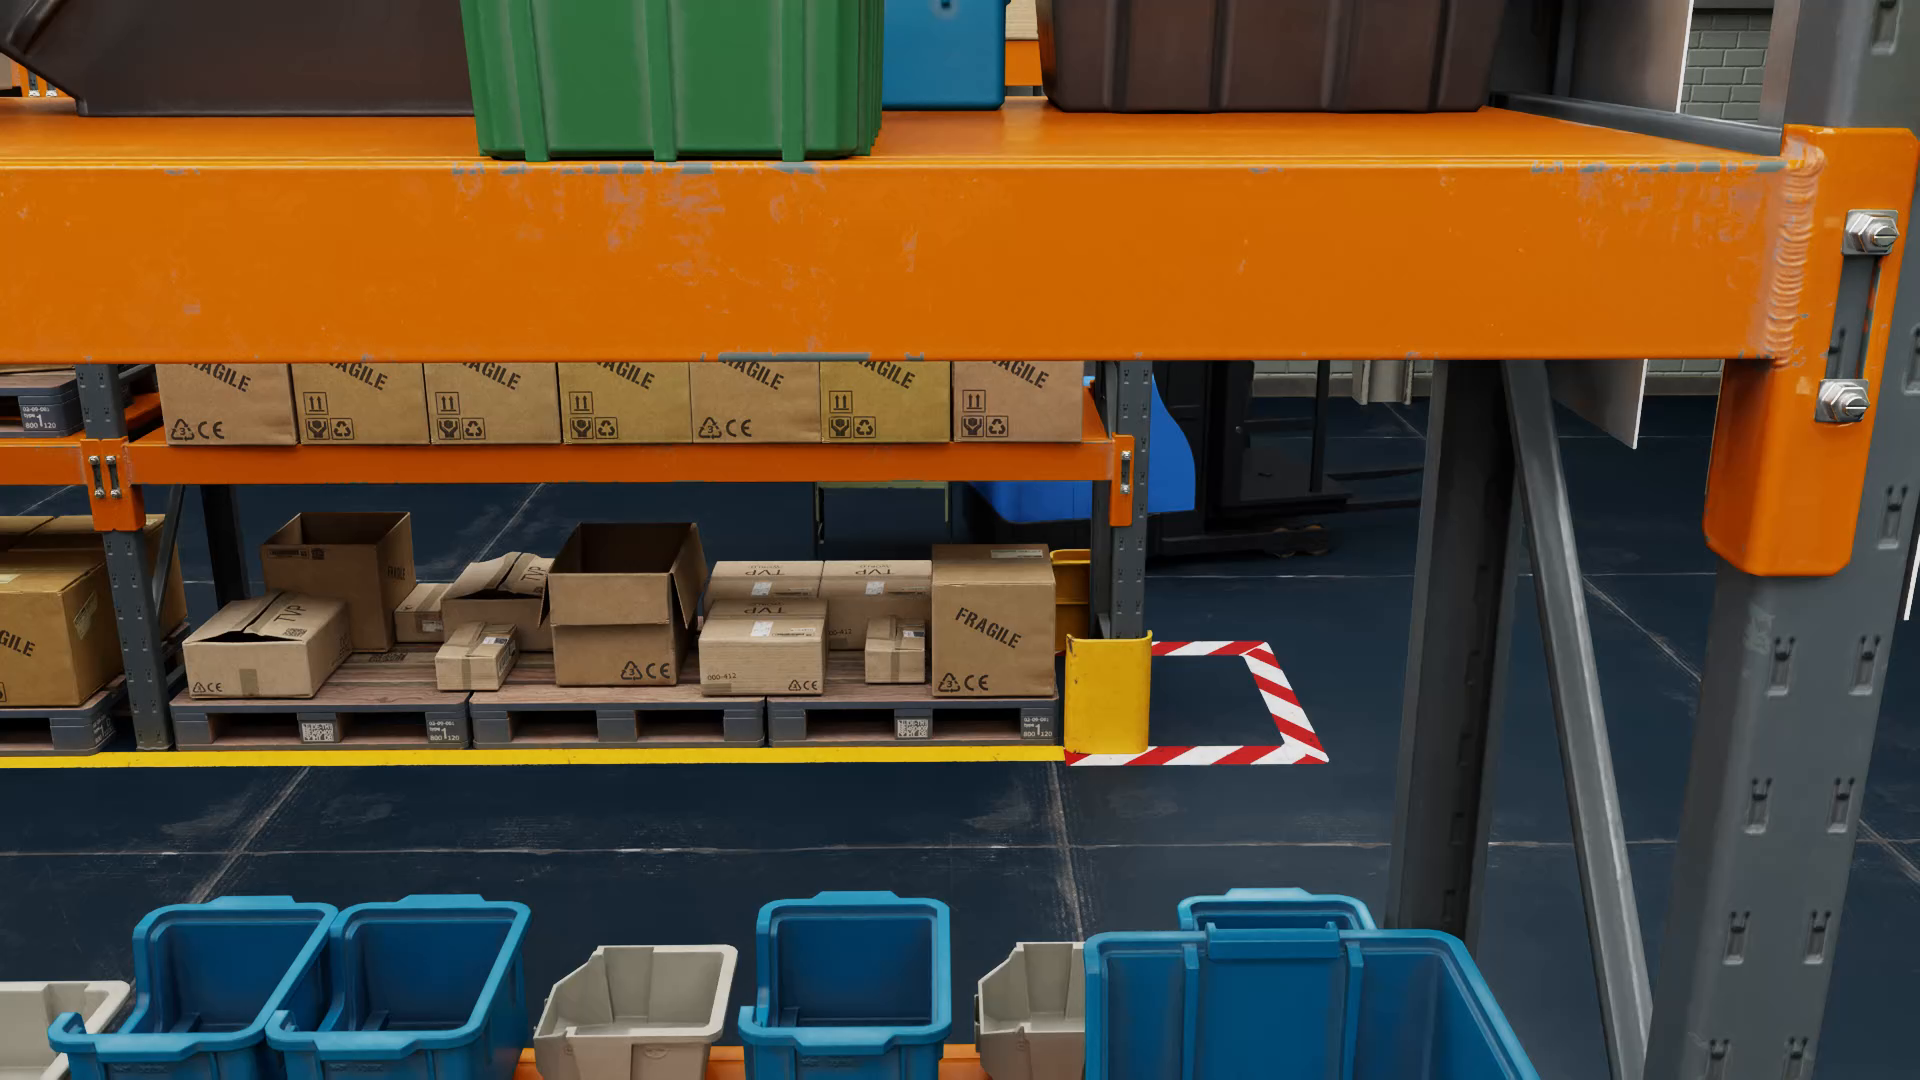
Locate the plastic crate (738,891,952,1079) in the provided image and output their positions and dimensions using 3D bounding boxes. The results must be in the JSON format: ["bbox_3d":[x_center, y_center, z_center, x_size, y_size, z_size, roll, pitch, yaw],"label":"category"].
[{"bbox_3d":[-0.164,0.739,2.510,0.300,0.233,0.416,0,18,-1],"label":"plastic crate"}]

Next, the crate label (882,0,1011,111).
[{"bbox_3d":[-0.181,-0.668,2.053,0.502,0.251,0.408,0,18,-1],"label":"crate label"}]

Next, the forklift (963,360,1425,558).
[{"bbox_3d":[1.591,-1.447,9.261,3.031,2.935,1.130,-4,18,-13],"label":"forklift"}]

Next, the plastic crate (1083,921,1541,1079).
[{"bbox_3d":[0.415,0.797,1.997,0.499,0.435,0.616,0,18,-1],"label":"plastic crate"}]

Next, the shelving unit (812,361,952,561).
[{"bbox_3d":[-0.423,-0.651,9.122,0.755,1.500,0.431,0,18,1],"label":"shelving unit"}]

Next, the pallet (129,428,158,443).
[{"bbox_3d":[-5.403,-0.862,11.888,1.213,0.211,1.003,0,18,-1],"label":"pallet"}]

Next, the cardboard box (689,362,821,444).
[{"bbox_3d":[-0.789,-0.687,6.616,0.500,0.500,0.500,0,18,0],"label":"cardboard box"}]

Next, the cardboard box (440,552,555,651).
[{"bbox_3d":[-2.012,0.268,7.484,0.500,0.311,0.500,0,18,-1],"label":"cardboard box"}]

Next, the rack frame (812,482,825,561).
[{"bbox_3d":[-0.789,-0.652,9.126,0.023,1.500,0.400,0,18,1],"label":"rack frame"}]

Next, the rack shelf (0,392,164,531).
[{"bbox_3d":[-5.327,-0.358,6.930,4.000,0.370,1.077,0,18,-1],"label":"rack shelf"}]

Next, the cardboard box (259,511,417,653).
[{"bbox_3d":[-2.762,0.181,7.443,0.500,0.500,0.500,0,18,-1],"label":"cardboard box"}]

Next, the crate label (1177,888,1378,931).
[{"bbox_3d":[0.494,0.735,2.520,0.303,0.233,0.416,0,18,-1],"label":"crate label"}]

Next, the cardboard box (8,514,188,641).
[{"bbox_3d":[-3.815,0.199,7.390,0.500,0.500,0.500,-1,18,-3],"label":"cardboard box"}]

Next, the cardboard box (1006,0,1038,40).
[{"bbox_3d":[0.163,-2.003,6.216,0.500,0.250,0.500,0,18,-1],"label":"cardboard box"}]

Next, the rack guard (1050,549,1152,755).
[{"bbox_3d":[0.596,0.461,7.291,0.348,0.500,1.175,0,18,-1],"label":"rack guard"}]

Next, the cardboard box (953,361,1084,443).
[{"bbox_3d":[0.229,-0.692,6.629,0.500,0.500,0.500,0,18,1],"label":"cardboard box"}]

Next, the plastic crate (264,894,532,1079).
[{"bbox_3d":[-0.822,0.742,2.501,0.300,0.233,0.416,0,18,-1],"label":"plastic crate"}]

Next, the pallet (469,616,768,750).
[{"bbox_3d":[-1.418,0.608,7.307,1.213,0.211,1.003,0,18,-1],"label":"pallet"}]

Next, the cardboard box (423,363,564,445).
[{"bbox_3d":[-1.801,-0.682,6.599,0.500,0.500,0.500,0,18,-1],"label":"cardboard box"}]

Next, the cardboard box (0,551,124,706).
[{"bbox_3d":[-3.816,0.361,6.885,0.500,0.500,0.500,0,18,-1],"label":"cardboard box"}]

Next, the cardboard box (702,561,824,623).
[{"bbox_3d":[-0.876,0.291,7.510,0.500,0.250,0.500,0,18,-1],"label":"cardboard box"}]

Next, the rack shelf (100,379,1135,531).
[{"bbox_3d":[-1.328,-0.377,6.990,4.000,0.370,1.077,0,18,-1],"label":"rack shelf"}]

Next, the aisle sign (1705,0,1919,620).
[{"bbox_3d":[0.823,-0.365,1.519,0.004,0.787,0.394,0,18,-1],"label":"aisle sign"}]

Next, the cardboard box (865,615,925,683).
[{"bbox_3d":[-0.274,0.463,7.113,0.250,0.166,0.380,0,18,-1],"label":"cardboard box"}]

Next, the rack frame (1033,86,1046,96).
[{"bbox_3d":[0.590,-2.242,11.627,0.127,3.000,1.000,0,18,-1],"label":"rack frame"}]

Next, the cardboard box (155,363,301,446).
[{"bbox_3d":[-2.813,-0.677,6.583,0.500,0.500,0.500,0,18,1],"label":"cardboard box"}]

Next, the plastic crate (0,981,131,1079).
[{"bbox_3d":[-1.517,0.800,2.478,0.466,0.136,0.293,0,18,-1],"label":"plastic crate"}]

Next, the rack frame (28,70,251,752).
[{"bbox_3d":[-3.327,-0.710,6.850,0.127,3.000,1.000,0,18,-1],"label":"rack frame"}]

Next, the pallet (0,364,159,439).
[{"bbox_3d":[-4.128,-0.648,6.971,1.213,0.211,1.003,0,18,-1],"label":"pallet"}]

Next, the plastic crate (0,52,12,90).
[{"bbox_3d":[-1.474,-0.672,2.015,0.530,0.282,0.437,0,18,-1],"label":"plastic crate"}]

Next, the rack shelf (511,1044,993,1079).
[{"bbox_3d":[-1.253,1.136,2.274,4.000,0.370,1.077,0,18,-1],"label":"rack shelf"}]

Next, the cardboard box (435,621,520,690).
[{"bbox_3d":[-2.040,0.486,7.039,0.250,0.166,0.380,0,18,-1],"label":"cardboard box"}]
